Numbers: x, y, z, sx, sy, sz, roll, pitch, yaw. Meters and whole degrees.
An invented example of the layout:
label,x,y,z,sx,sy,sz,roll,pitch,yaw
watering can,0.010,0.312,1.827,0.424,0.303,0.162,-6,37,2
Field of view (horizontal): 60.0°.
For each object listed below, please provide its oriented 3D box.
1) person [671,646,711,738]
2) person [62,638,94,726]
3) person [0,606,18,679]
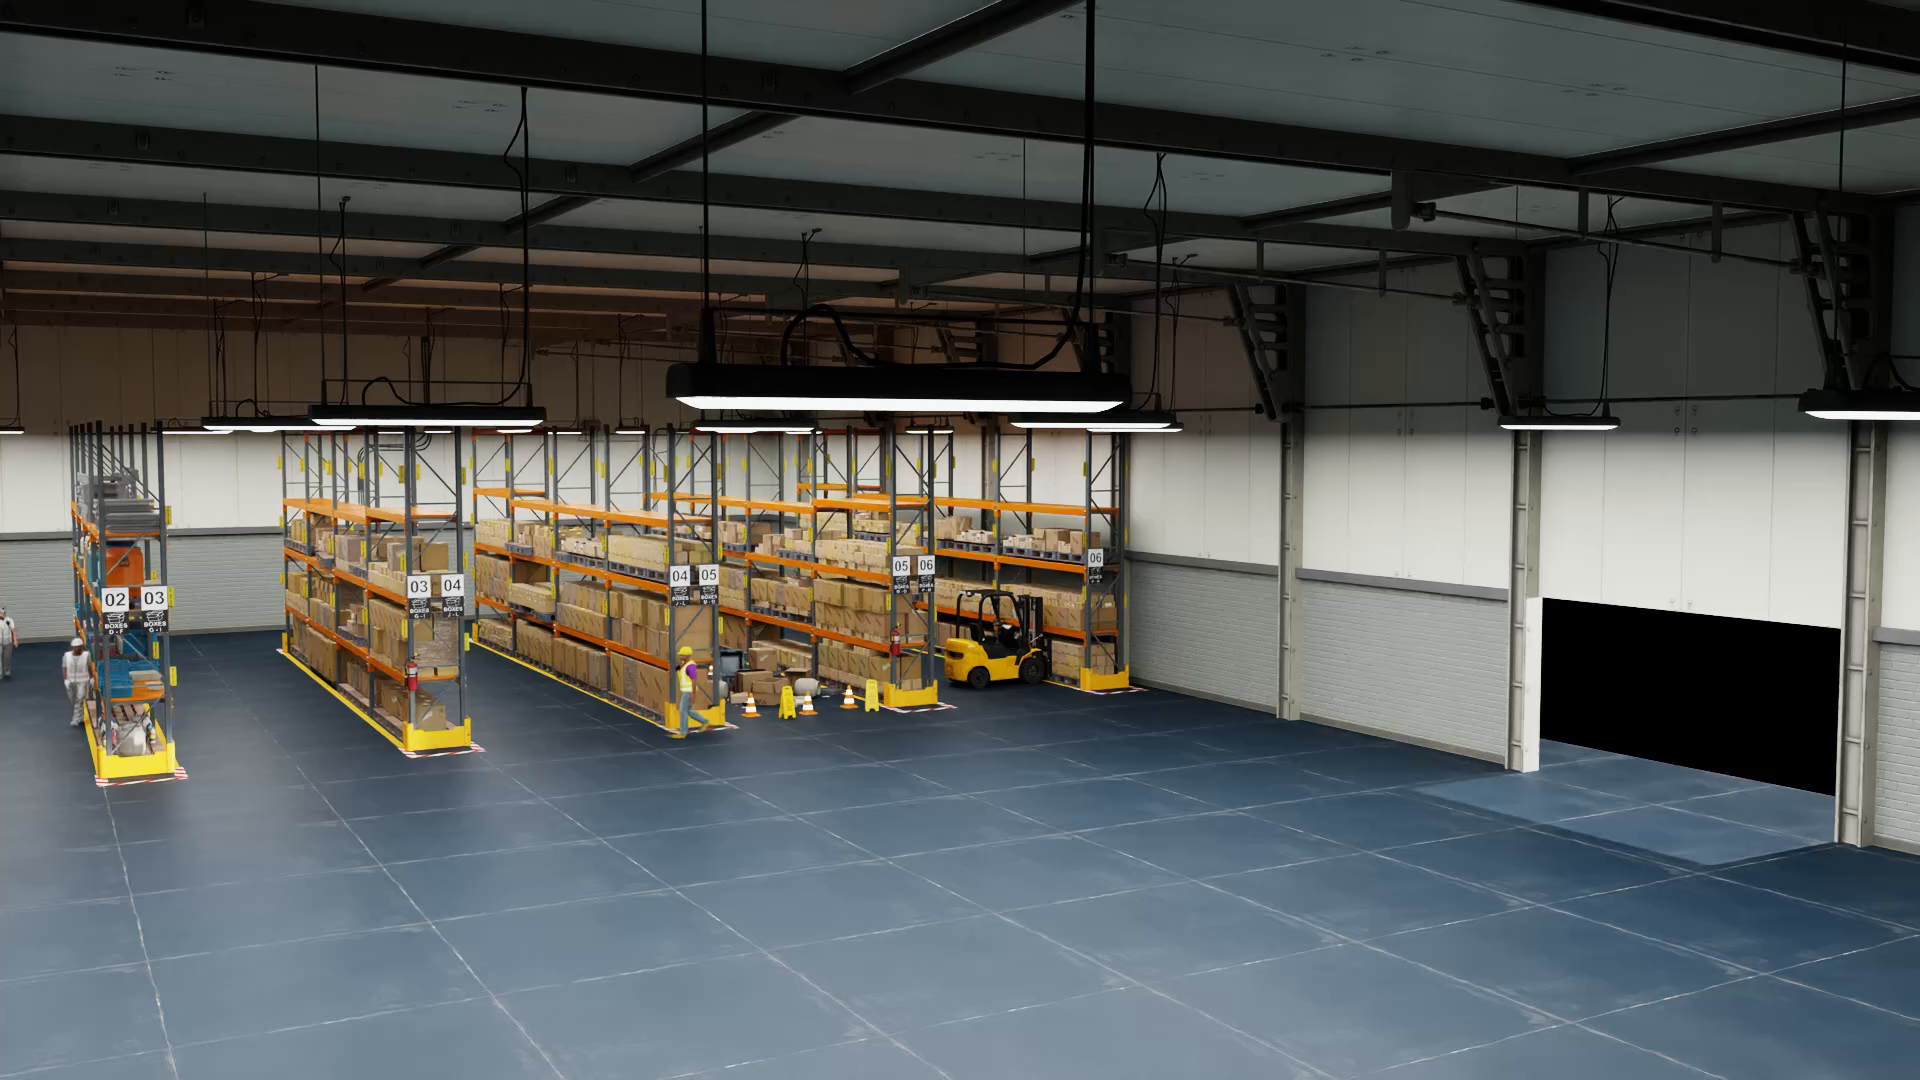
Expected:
label,x,y,z,sx,sy,sz,roll,pitch,yaw
person,-5.141,2.893,31.736,0.809,1.751,0.653,-1,4,-20
person,-17.593,2.813,33.135,0.547,1.714,1.080,-1,4,-13
person,-22.664,2.418,39.325,0.663,1.703,1.074,-2,4,-29
